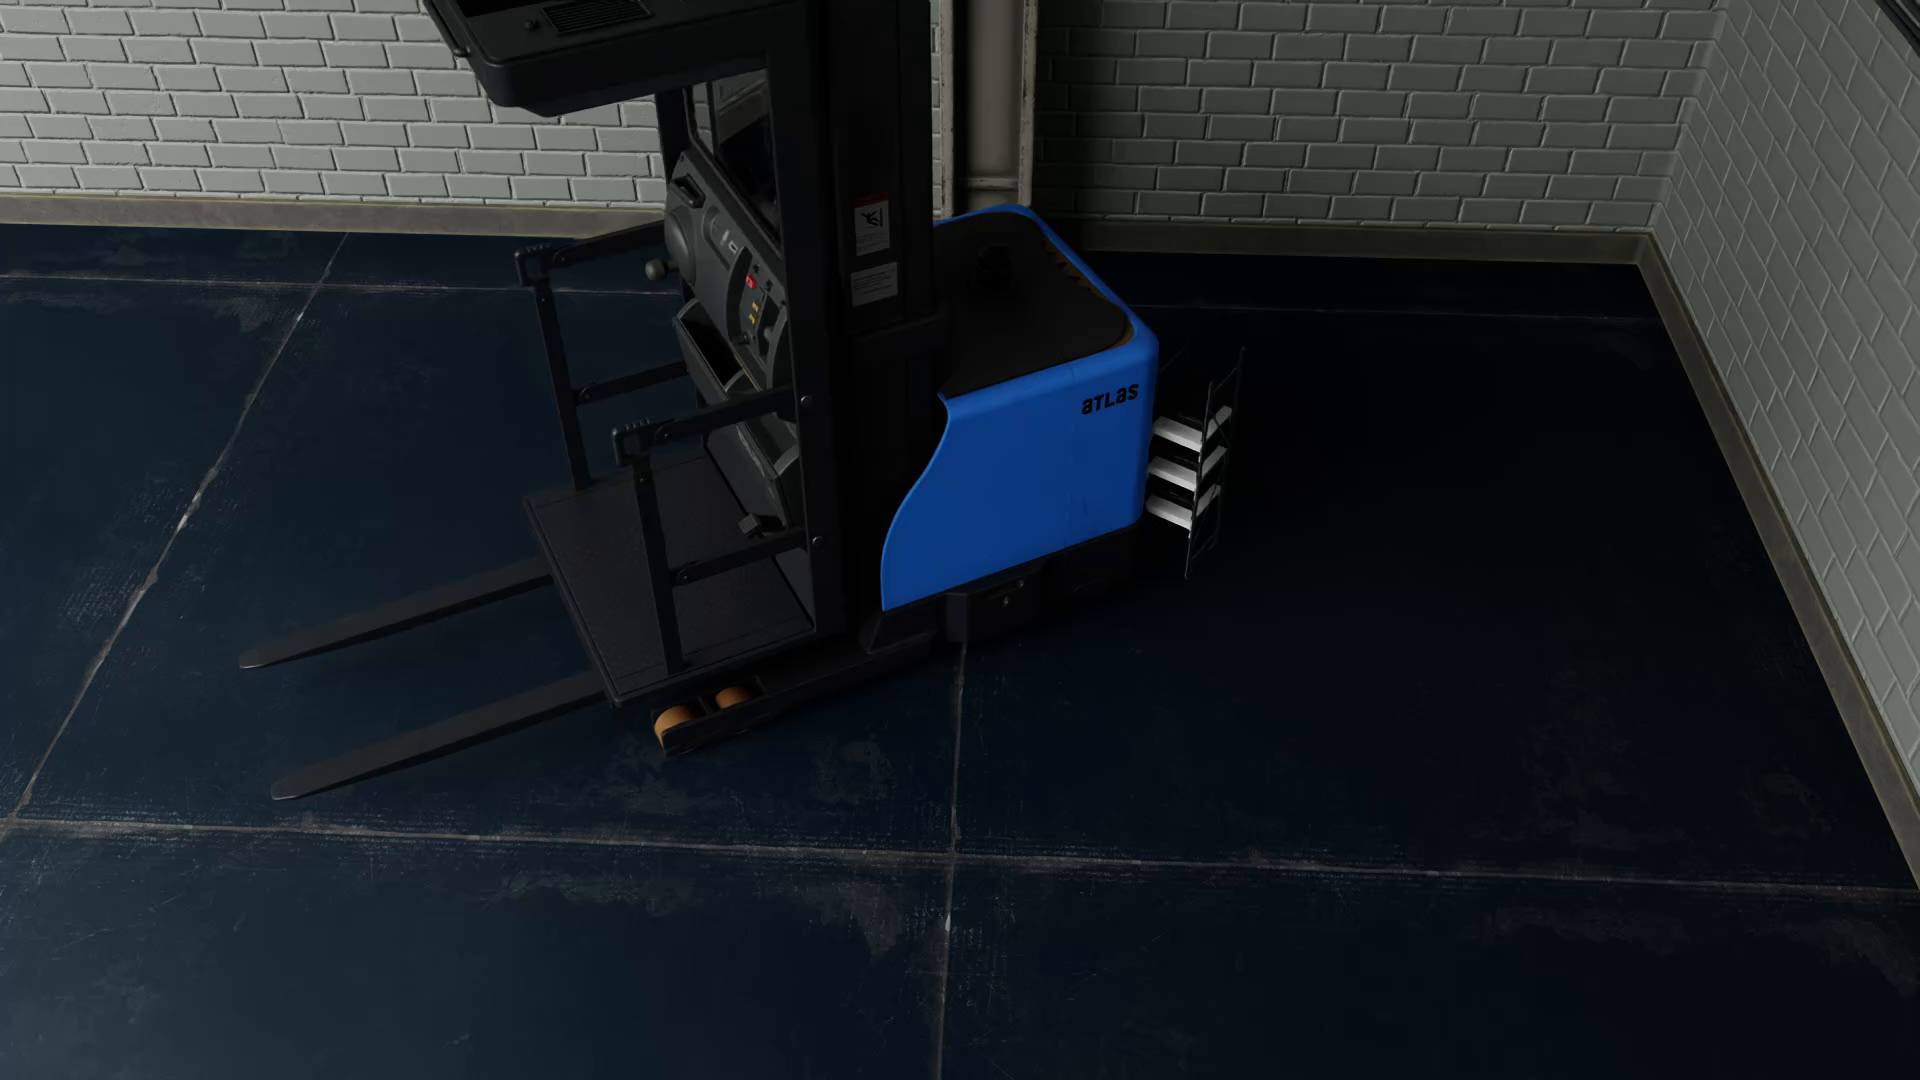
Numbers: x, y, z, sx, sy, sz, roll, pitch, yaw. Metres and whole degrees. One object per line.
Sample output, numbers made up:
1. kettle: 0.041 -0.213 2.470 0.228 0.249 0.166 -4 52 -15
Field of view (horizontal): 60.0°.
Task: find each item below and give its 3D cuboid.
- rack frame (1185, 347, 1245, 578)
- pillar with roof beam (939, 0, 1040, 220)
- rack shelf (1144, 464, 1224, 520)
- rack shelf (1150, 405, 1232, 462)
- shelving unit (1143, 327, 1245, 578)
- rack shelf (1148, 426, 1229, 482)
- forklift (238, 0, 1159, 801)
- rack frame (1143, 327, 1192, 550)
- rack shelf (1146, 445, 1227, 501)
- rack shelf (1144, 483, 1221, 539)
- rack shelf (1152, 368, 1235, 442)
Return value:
1. rack frame: 0.895 -0.257 5.866 0.006 0.900 0.240 25 49 25
2. pillar with roof beam: -0.071 -1.634 1.402 0.400 9.000 9.100 2 43 2
3. rack shelf: 0.811 -0.206 5.992 0.200 0.077 0.258 25 49 25
4. rack shelf: 0.811 -0.404 5.808 0.200 0.077 0.258 25 49 25
5. shelving unit: 0.811 -0.296 5.908 0.210 0.900 0.258 25 49 25
6. rack shelf: 0.811 -0.338 5.869 0.200 0.077 0.258 25 49 25
7. forklift: -0.889 -0.779 4.936 3.031 2.935 1.130 -19 46 -19
8. rack frame: 0.727 -0.336 5.950 0.006 0.900 0.240 25 49 25
9. rack shelf: 0.811 -0.272 5.931 0.200 0.077 0.258 25 49 25
10. rack shelf: 0.811 -0.140 6.053 0.200 0.077 0.258 25 49 25
11. rack shelf: 0.811 -0.470 5.747 0.200 0.077 0.258 25 49 25
